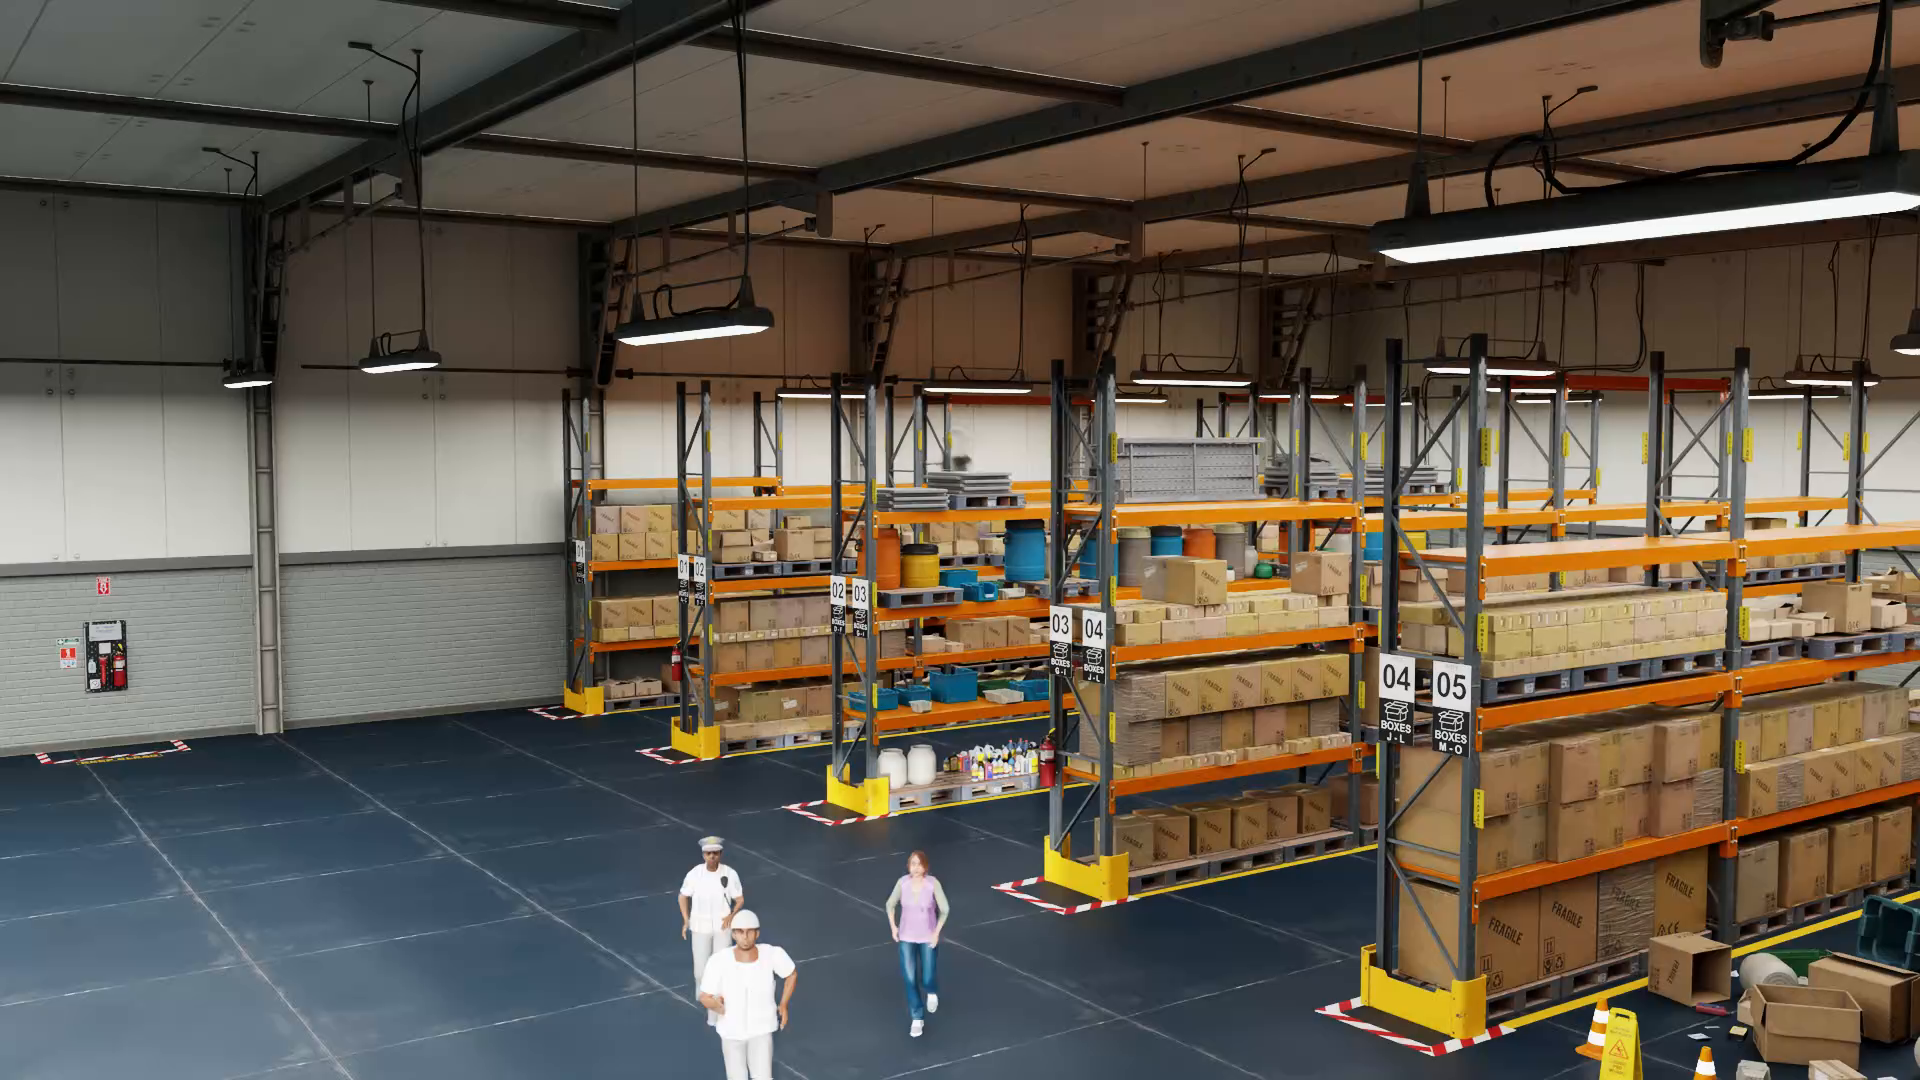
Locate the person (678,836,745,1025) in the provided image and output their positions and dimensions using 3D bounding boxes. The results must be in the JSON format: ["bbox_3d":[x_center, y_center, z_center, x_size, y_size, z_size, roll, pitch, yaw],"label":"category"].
[{"bbox_3d":[-2.172,3.407,14.558,0.574,1.658,0.558,-1,4,-9],"label":"person"}]

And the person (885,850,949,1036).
[{"bbox_3d":[-0.372,3.468,14.457,0.560,1.553,0.549,0,4,6],"label":"person"}]

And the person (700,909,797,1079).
[{"bbox_3d":[-1.508,3.530,11.822,0.677,1.794,0.683,0,4,-2],"label":"person"}]

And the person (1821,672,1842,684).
[{"bbox_3d":[13.108,2.694,24.818,0.894,1.781,0.667,-3,5,-38],"label":"person"}]
